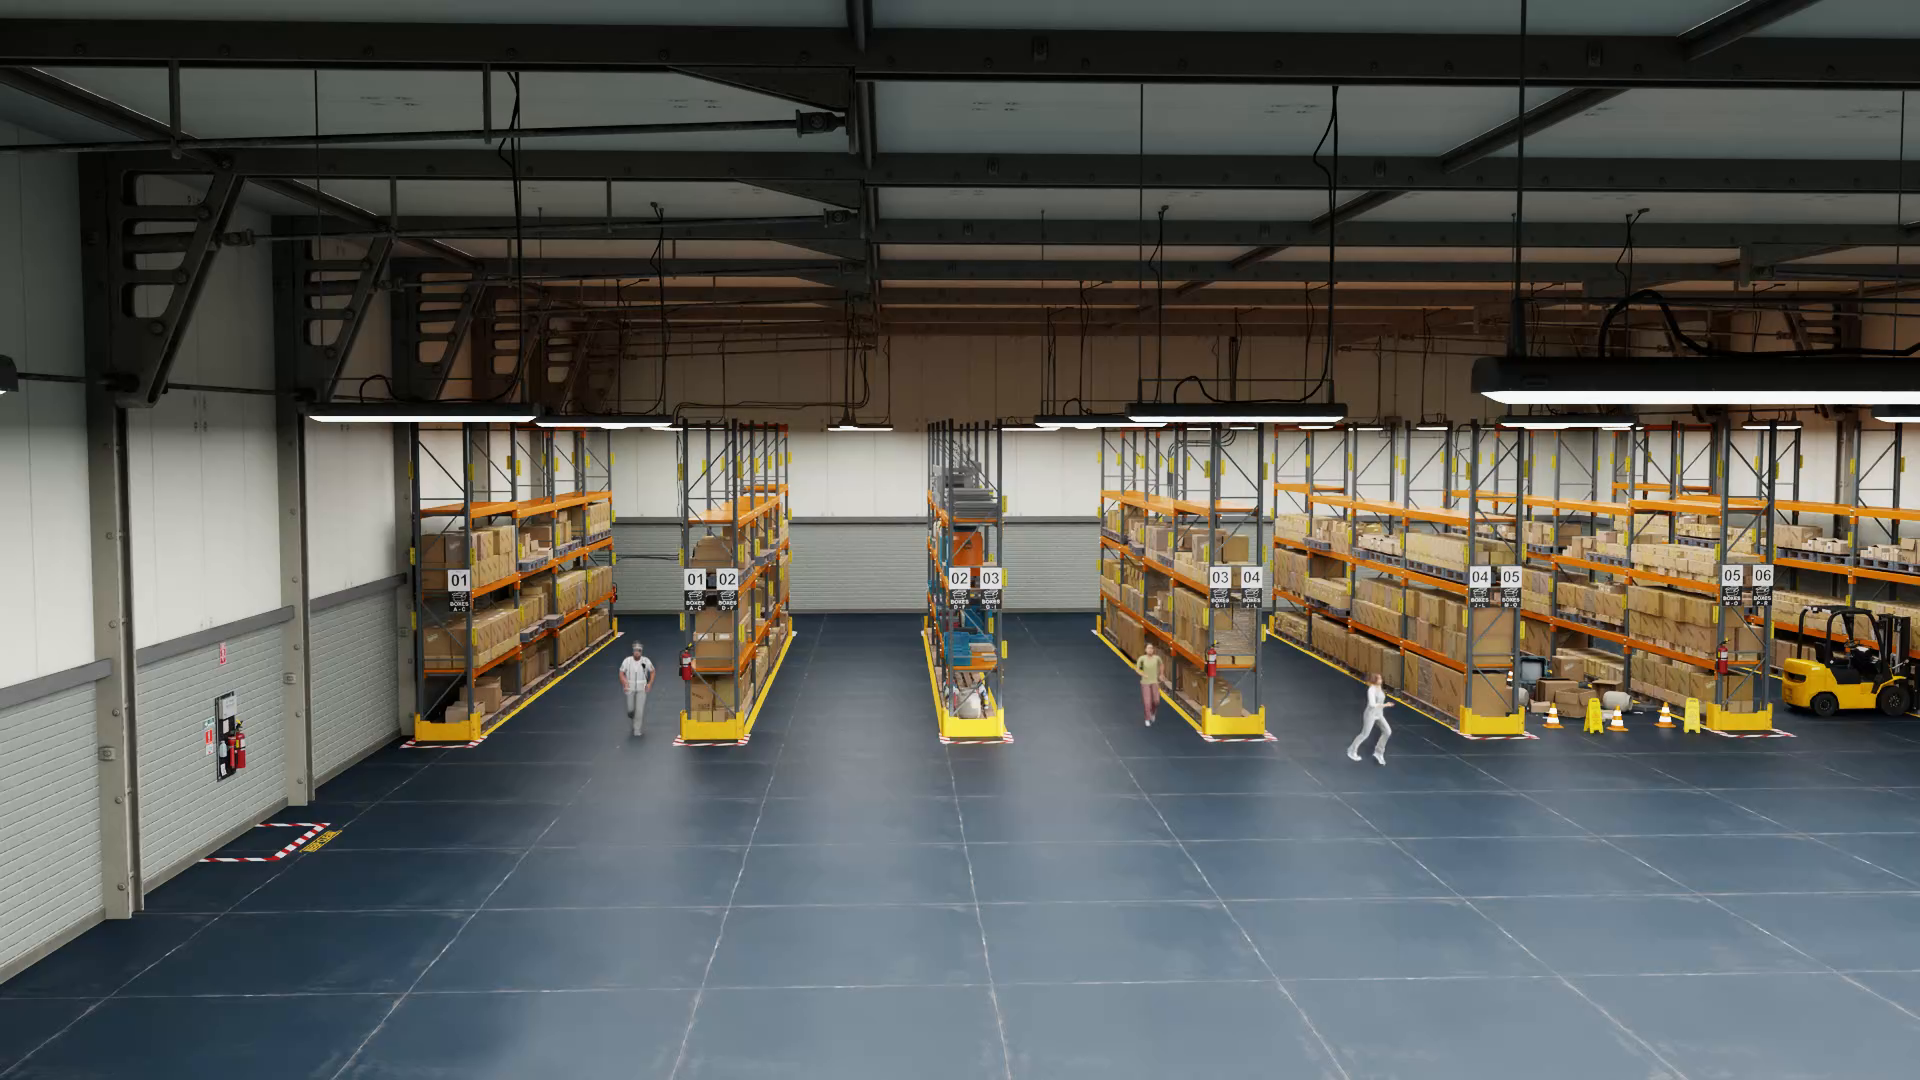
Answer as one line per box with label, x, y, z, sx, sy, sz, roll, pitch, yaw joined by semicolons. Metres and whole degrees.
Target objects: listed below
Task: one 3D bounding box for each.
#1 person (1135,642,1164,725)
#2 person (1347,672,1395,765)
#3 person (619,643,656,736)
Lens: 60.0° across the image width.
person;3.733;2.822;32.553;0.602;1.630;0.544;0;4;-5
person;7.144;3.081;28.772;0.822;1.613;0.547;3;5;39
person;-6.169;2.825;31.838;0.686;1.753;0.693;-1;4;-8
